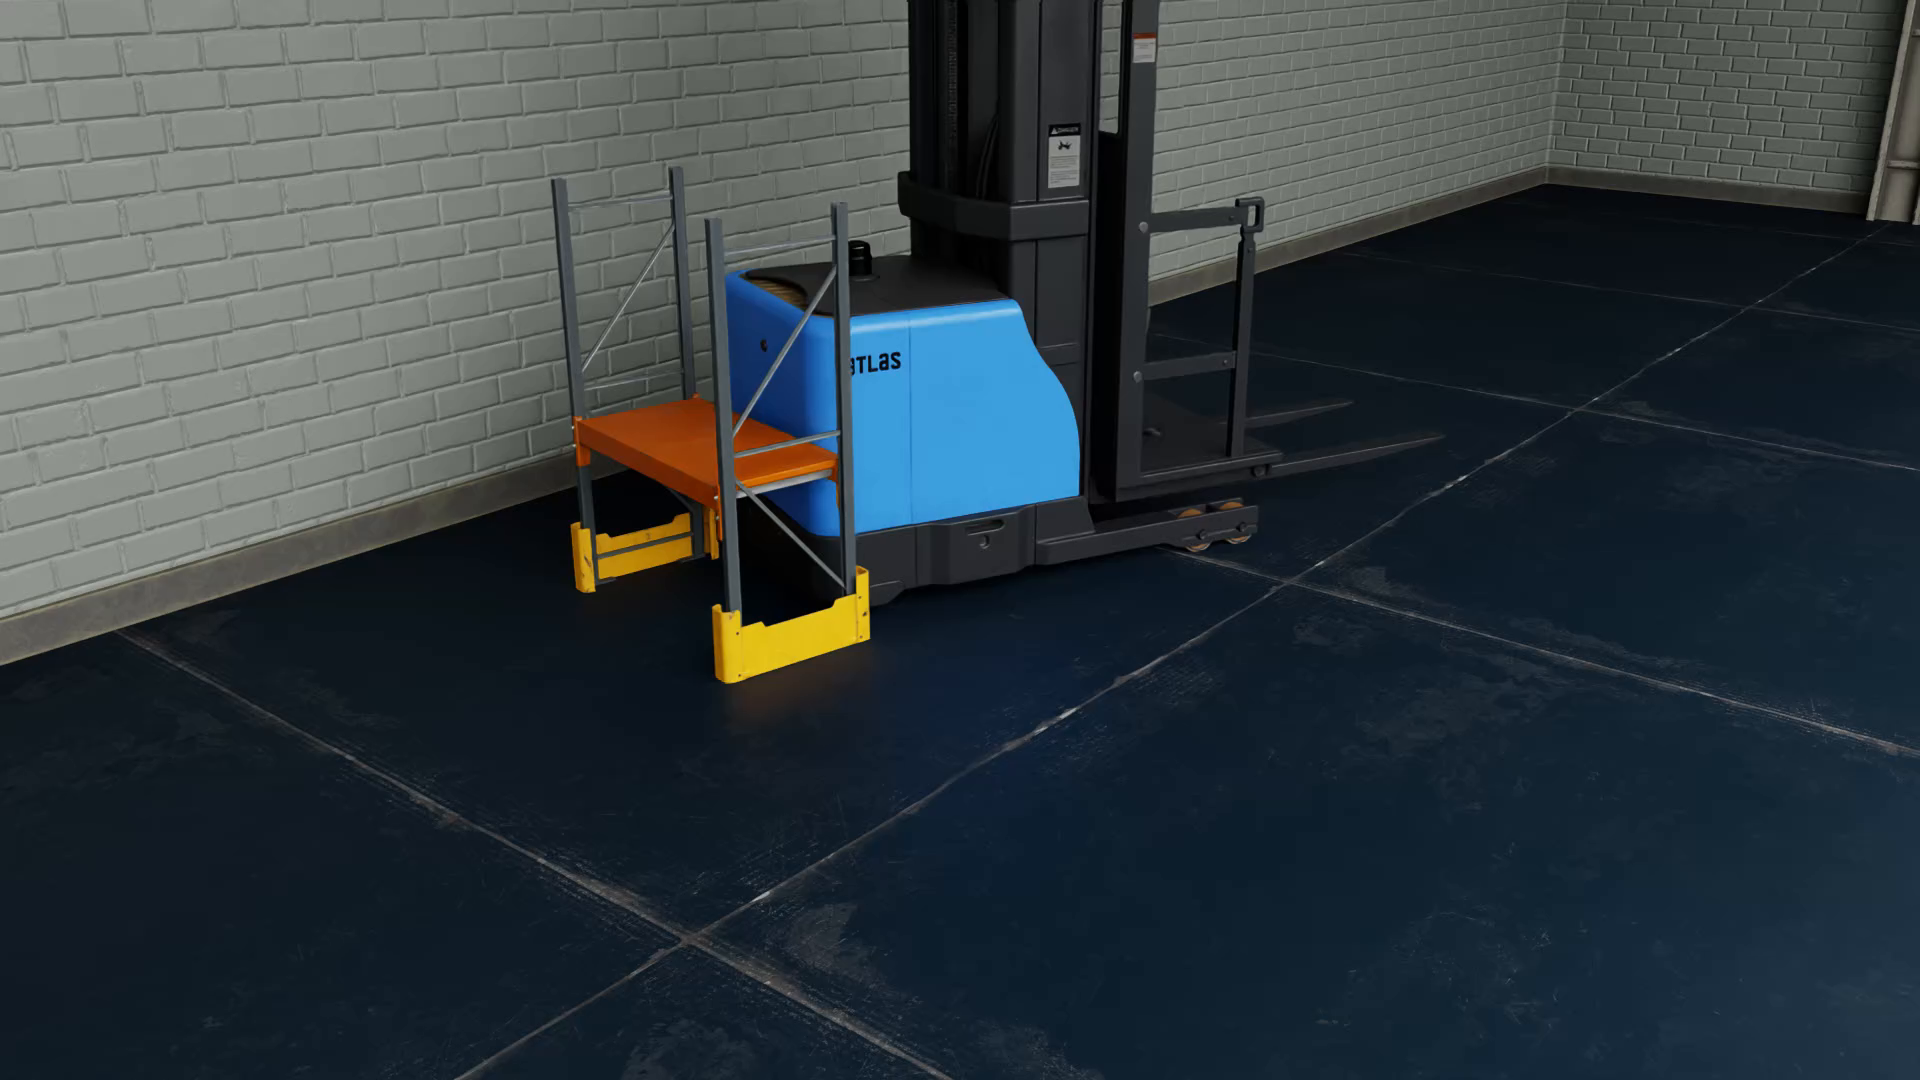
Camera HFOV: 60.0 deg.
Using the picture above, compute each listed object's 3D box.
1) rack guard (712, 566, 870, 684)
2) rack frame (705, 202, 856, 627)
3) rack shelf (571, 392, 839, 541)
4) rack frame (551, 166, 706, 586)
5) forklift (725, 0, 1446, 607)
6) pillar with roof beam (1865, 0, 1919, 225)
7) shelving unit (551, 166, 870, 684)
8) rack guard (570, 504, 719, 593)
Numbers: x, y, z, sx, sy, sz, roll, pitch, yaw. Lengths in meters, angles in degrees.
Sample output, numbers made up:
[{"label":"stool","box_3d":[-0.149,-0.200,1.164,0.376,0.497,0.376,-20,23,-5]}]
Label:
[{"label":"rack guard","box_3d":[-0.558,0.279,5.574,0.587,0.250,0.087,-16,26,-36]},{"label":"rack frame","box_3d":[-0.557,-0.306,5.353,0.500,1.500,0.032,-16,26,-36]},{"label":"rack shelf","box_3d":[-0.877,-0.277,5.786,0.538,0.185,1.000,-16,26,-36]},{"label":"rack frame","box_3d":[-1.197,-0.584,6.092,0.500,1.500,0.032,-16,26,-36]},{"label":"forklift","box_3d":[0.617,-1.479,6.436,3.031,2.935,1.130,-10,23,-25]},{"label":"pillar with roof beam","box_3d":[4.951,-5.658,8.918,0.400,9.000,9.100,16,26,36]},{"label":"shelving unit","box_3d":[-0.872,-0.442,5.716,0.587,1.500,1.083,-16,26,-36]},{"label":"rack guard","box_3d":[-1.185,0.006,6.299,0.587,0.250,0.087,-16,26,-36]}]
